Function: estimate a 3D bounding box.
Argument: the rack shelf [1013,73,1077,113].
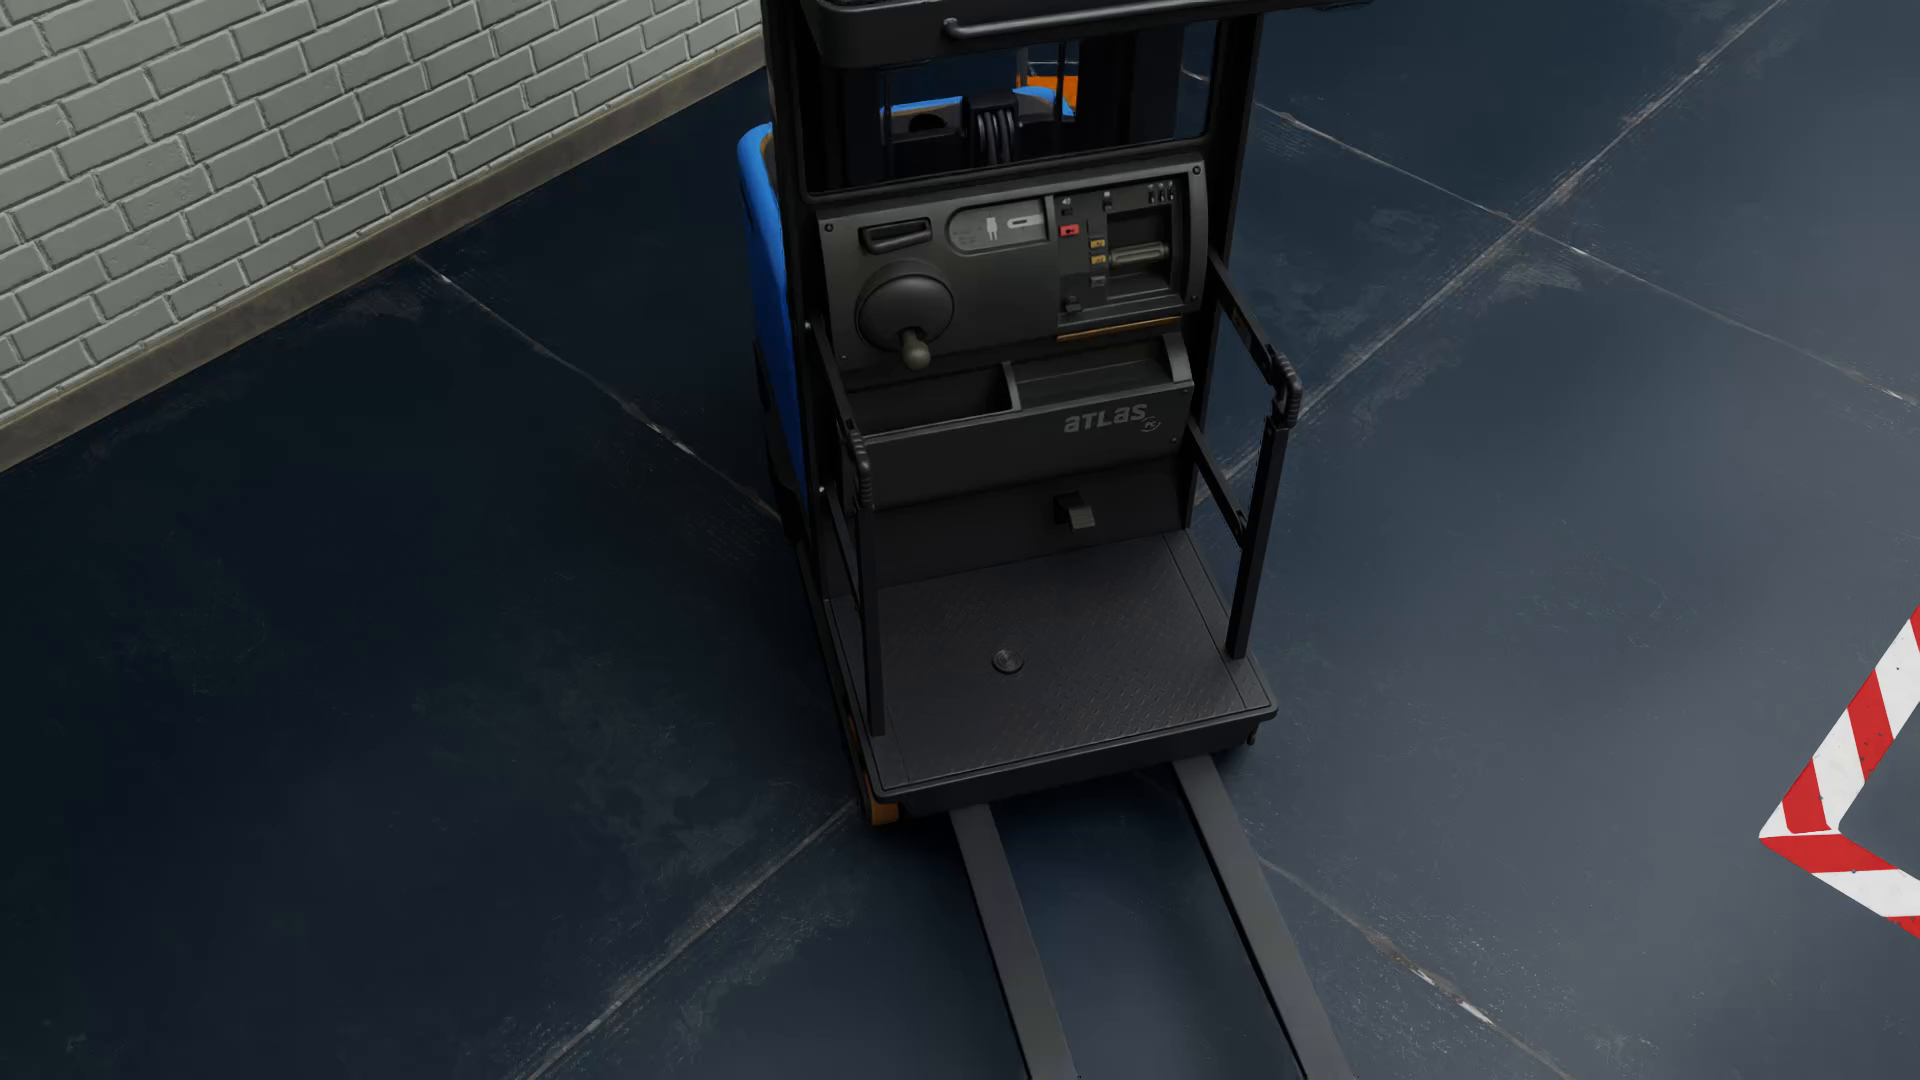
[{"bbox_3d":[0.303,-1.399,5.308,0.258,0.103,0.180,-1,47,-1],"label":"rack shelf"}]

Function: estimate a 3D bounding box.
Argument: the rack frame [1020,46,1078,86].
[{"bbox_3d":[0.305,-1.117,5.475,0.240,1.200,0.006,-1,47,-1],"label":"rack frame"}]

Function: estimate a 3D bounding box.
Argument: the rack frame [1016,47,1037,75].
[{"bbox_3d":[0.300,-1.250,5.600,0.240,1.200,0.006,-1,47,-1],"label":"rack frame"}]

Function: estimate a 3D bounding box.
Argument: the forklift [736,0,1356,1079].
[{"bbox_3d":[0.193,-0.550,3.756,1.130,2.935,3.031,-11,48,-10],"label":"forklift"}]

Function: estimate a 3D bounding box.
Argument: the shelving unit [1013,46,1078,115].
[{"bbox_3d":[0.303,-1.183,5.537,0.258,1.200,0.189,-1,47,-1],"label":"shelving unit"}]

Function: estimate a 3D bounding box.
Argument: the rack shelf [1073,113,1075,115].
[{"bbox_3d":[0.303,-1.317,5.395,0.258,0.103,0.180,-1,47,-1],"label":"rack shelf"}]
